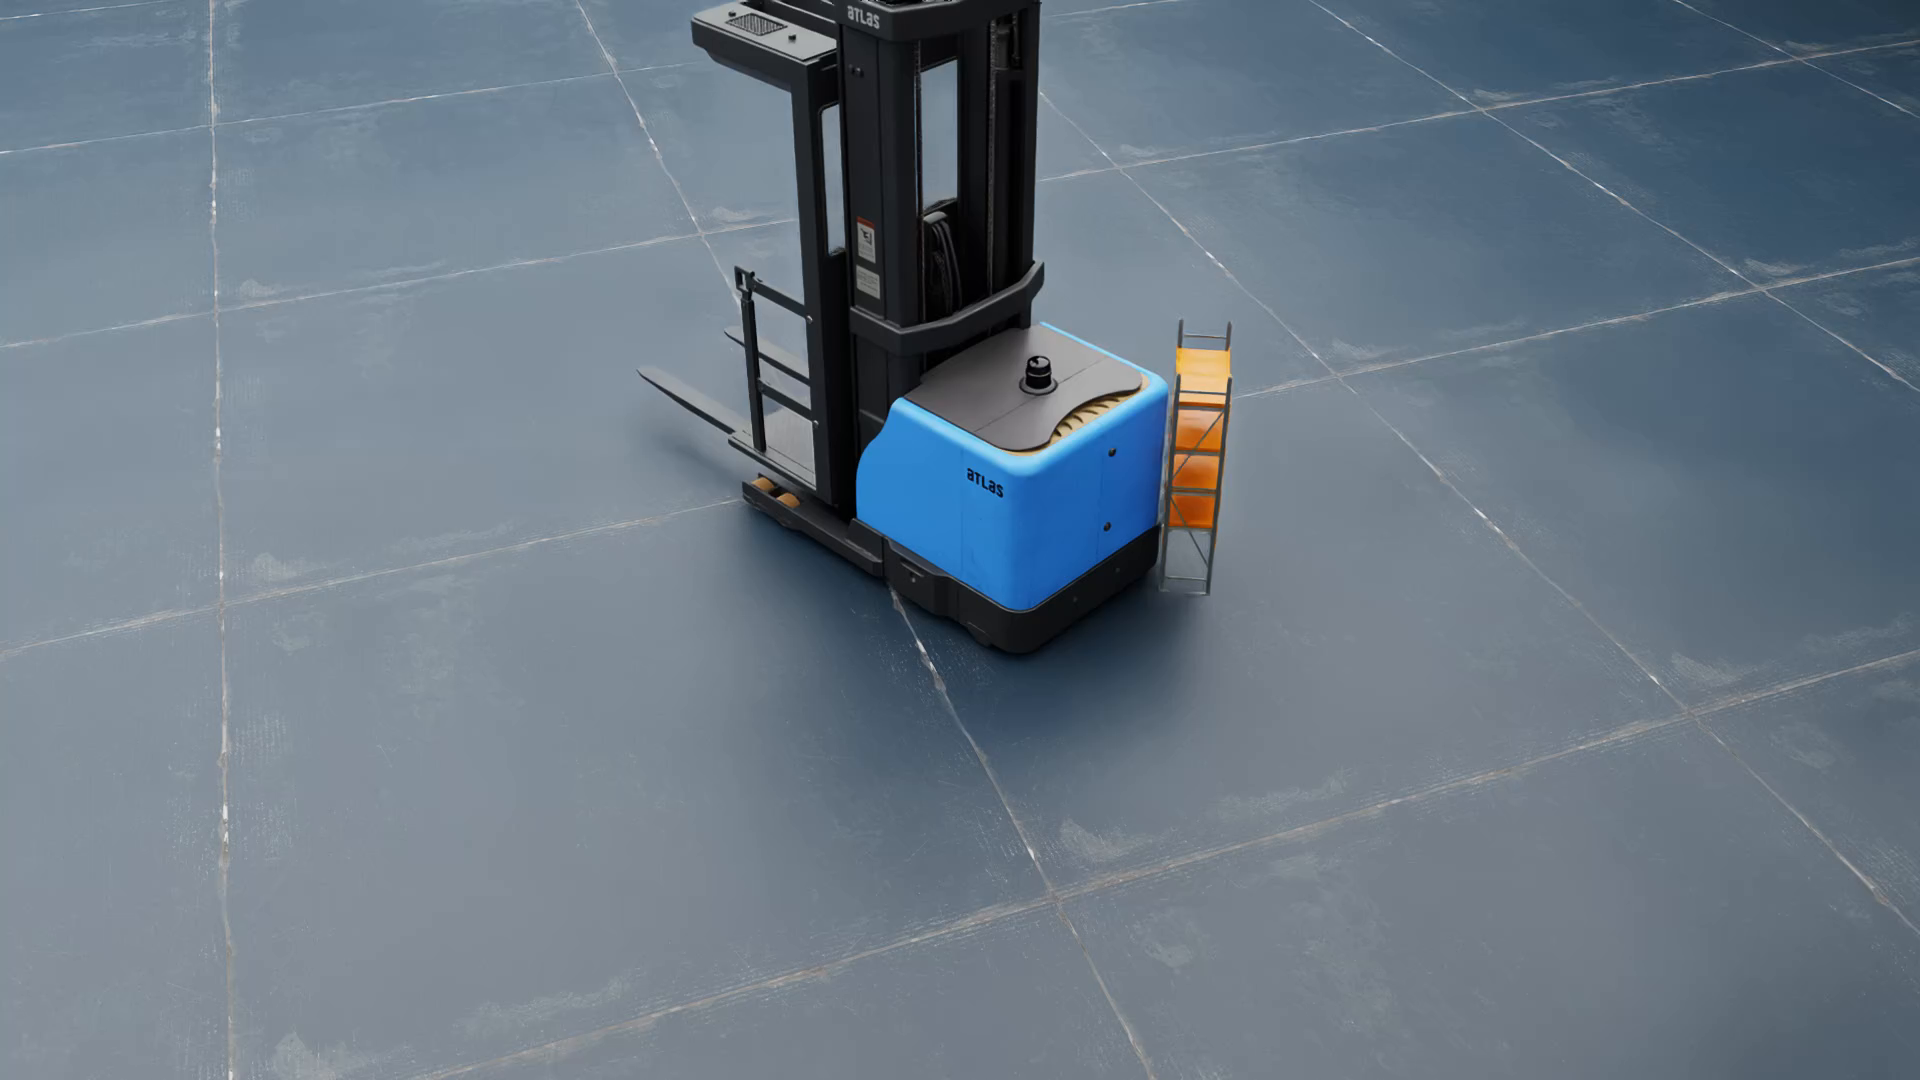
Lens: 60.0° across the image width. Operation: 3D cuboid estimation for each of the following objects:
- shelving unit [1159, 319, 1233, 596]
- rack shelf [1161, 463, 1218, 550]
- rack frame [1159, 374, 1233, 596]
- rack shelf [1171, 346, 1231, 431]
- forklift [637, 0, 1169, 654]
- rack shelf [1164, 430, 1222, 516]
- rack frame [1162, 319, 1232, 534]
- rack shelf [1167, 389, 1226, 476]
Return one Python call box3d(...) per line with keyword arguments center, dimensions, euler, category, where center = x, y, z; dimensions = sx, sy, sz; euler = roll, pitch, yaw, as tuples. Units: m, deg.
box3d(center=(1.094, -0.374, 7.748), dimensions=(0.258, 1.200, 0.503), euler=(4, 37, 6), category="shelving unit")
box3d(center=(1.096, -0.162, 7.908), dimensions=(0.258, 0.148, 0.480), euler=(4, 37, 6), category="rack shelf")
box3d(center=(1.062, -0.229, 7.555), dimensions=(0.240, 1.200, 0.015), euler=(4, 37, 6), category="rack frame")
box3d(center=(1.091, -0.688, 7.512), dimensions=(0.258, 0.148, 0.480), euler=(4, 37, 6), category="rack shelf")
box3d(center=(-0.456, -1.438, 7.723), dimensions=(3.031, 2.935, 1.130), euler=(30, 46, 34), category="forklift")
box3d(center=(1.094, -0.320, 7.788), dimensions=(0.258, 0.148, 0.480), euler=(4, 37, 6), category="rack shelf")
box3d(center=(1.125, -0.520, 7.941), dimensions=(0.240, 1.200, 0.015), euler=(4, 37, 6), category="rack frame")
box3d(center=(1.093, -0.499, 7.654), dimensions=(0.258, 0.148, 0.480), euler=(4, 37, 6), category="rack shelf")
